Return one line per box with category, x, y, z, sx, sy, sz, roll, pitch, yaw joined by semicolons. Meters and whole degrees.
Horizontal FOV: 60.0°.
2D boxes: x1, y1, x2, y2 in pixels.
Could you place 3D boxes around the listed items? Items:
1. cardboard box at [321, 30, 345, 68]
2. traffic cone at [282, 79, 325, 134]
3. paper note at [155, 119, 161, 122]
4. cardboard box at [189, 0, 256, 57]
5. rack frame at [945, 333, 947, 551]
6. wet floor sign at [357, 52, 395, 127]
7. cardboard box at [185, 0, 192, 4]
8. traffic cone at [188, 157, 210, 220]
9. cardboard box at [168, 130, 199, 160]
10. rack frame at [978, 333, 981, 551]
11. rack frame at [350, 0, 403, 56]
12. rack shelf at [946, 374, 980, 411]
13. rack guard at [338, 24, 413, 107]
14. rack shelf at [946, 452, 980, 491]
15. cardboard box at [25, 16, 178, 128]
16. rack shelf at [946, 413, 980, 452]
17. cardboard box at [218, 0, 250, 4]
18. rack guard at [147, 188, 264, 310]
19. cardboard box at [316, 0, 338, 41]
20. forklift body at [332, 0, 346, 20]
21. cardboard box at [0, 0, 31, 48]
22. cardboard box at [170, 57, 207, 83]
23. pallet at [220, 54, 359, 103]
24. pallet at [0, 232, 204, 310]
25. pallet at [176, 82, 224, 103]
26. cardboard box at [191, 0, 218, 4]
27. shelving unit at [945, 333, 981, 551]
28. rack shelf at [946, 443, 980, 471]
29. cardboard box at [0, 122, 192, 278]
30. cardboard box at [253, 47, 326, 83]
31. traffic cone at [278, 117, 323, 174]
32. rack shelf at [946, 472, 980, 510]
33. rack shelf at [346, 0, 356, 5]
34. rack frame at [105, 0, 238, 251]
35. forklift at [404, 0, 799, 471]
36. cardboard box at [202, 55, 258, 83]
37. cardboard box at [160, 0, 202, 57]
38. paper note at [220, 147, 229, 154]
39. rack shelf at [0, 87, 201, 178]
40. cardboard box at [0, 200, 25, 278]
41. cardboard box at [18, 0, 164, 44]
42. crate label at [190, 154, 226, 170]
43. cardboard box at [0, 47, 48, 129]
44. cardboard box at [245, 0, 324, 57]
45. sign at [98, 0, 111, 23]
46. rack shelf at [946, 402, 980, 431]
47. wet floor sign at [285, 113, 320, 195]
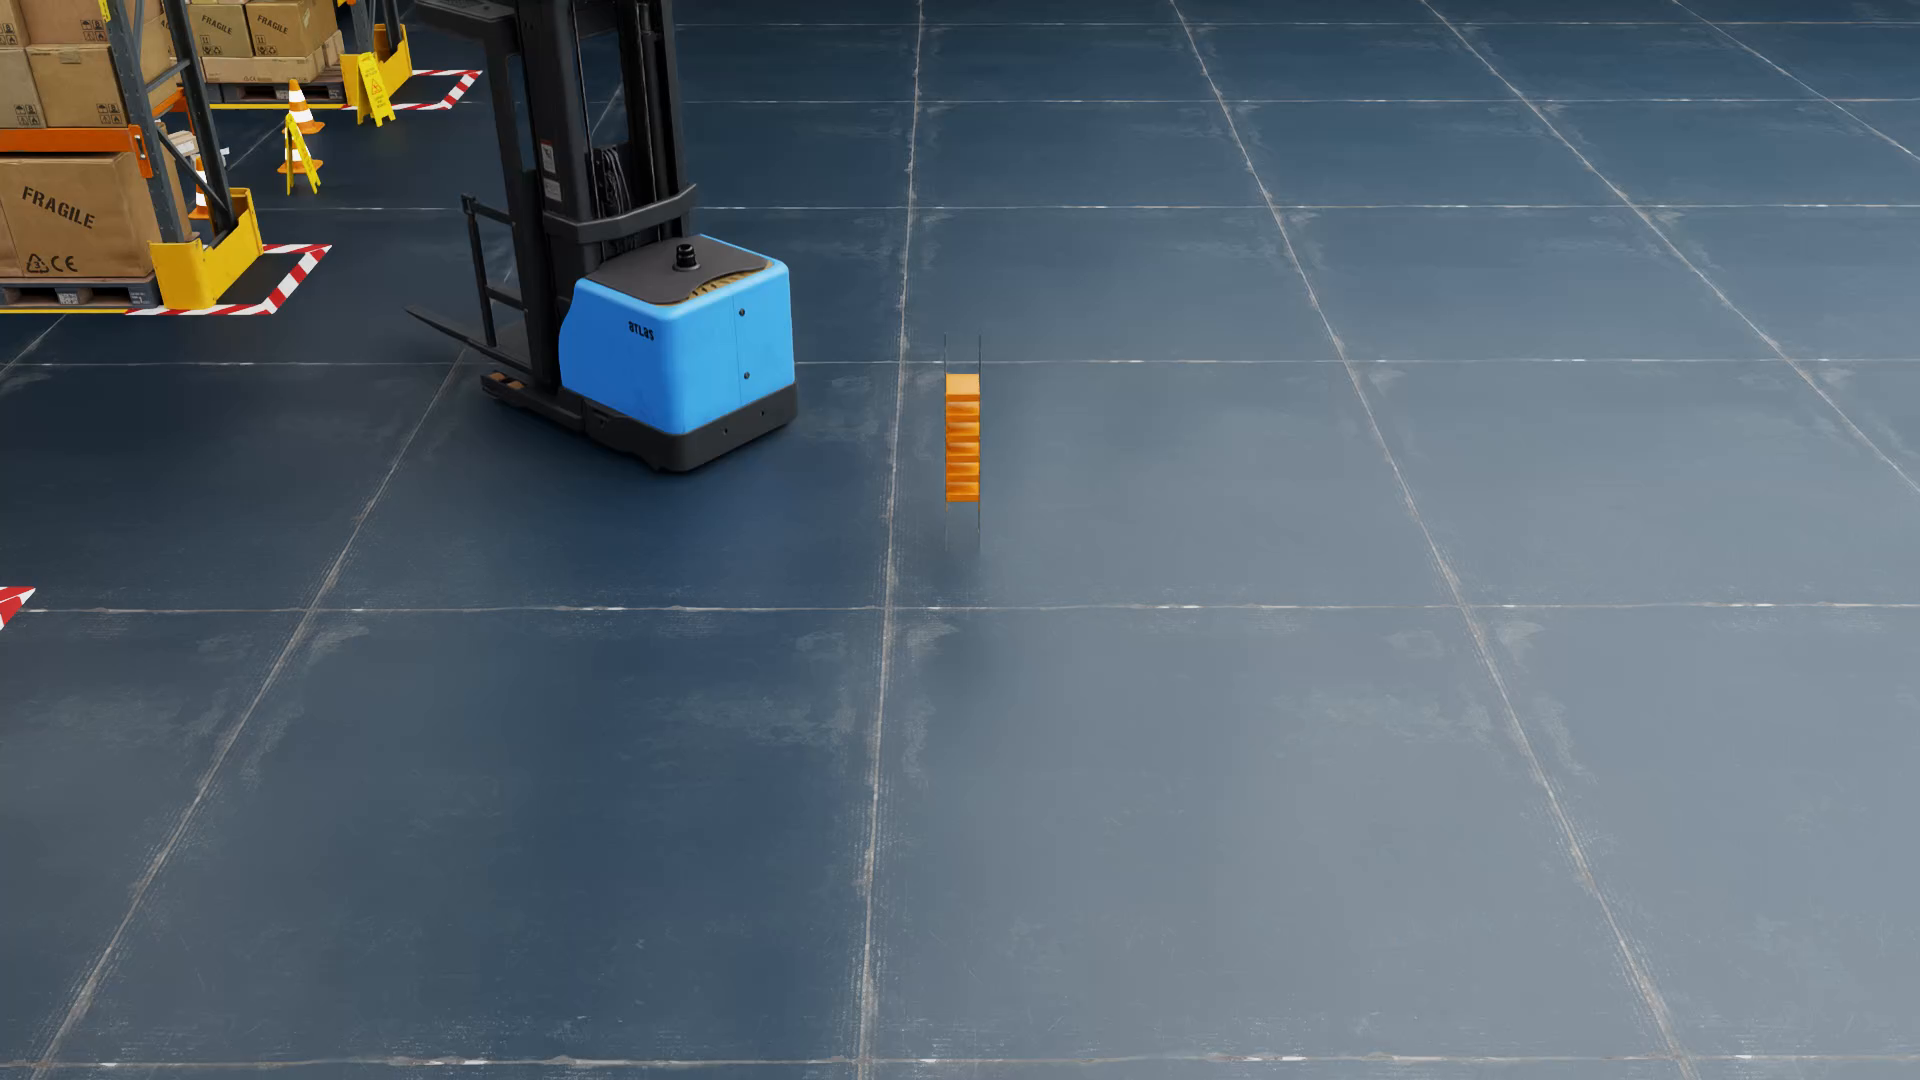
cardboard box;-6.548;-4.958;16.775;0.500;0.250;0.500;0;31;-1
traffic cone;-6.162;-4.058;15.492;0.334;0.463;0.336;0;31;0
paper note;-7.644;-3.949;15.729;0.148;0.019;0.142;-11;33;-17
cardboard box;-7.061;-4.996;16.116;0.500;0.500;0.500;1;31;2
rack frame;-0.077;-0.513;8.938;0.006;1.200;0.240;0;31;0
wet floor sign;-5.544;-4.252;15.635;0.232;0.644;0.267;10;33;17
cardboard box;-7.421;-5.242;15.895;0.250;0.149;0.380;1;31;2
traffic cone;-6.149;-2.896;13.576;0.334;0.463;0.336;0;31;0
cardboard box;-7.038;-3.542;14.944;0.250;0.149;0.380;16;35;25
rack frame;0.106;-0.513;8.939;0.006;1.200;0.240;0;31;0
rack frame;-5.740;-5.813;15.939;0.127;3.000;1.000;0;31;0
rack shelf;0.014;-0.783;8.775;0.180;0.103;0.258;0;31;0
rack guard;-5.816;-4.744;16.587;0.348;0.500;1.175;0;31;0
rack shelf;0.014;-0.372;9.024;0.180;0.103;0.258;0;31;0
cardboard box;-5.980;-3.285;11.628;0.550;0.550;0.875;0;31;0
rack shelf;0.014;-0.578;8.900;0.180;0.103;0.258;0;31;0
cardboard box;-6.906;-5.241;15.894;0.250;0.149;0.380;1;31;1
rack guard;-5.585;-2.177;12.356;0.348;0.500;1.175;0;31;0
cardboard box;-6.572;-5.278;16.580;0.500;0.500;0.500;-1;31;-2
forklift body;-7.659;-7.072;18.833;1.214;2.155;2.313;0;31;0
cardboard box;-6.530;-3.740;11.338;0.550;0.550;0.875;0;31;0
cardboard box;-7.588;-4.673;16.305;0.500;0.250;0.500;-1;31;-2
pallet;-6.629;-4.636;16.688;1.213;0.211;1.003;0;31;0
pallet;-6.408;-2.010;12.360;1.213;0.211;1.003;0;31;0
pallet;-7.846;-4.634;16.684;1.213;0.211;1.003;0;31;0
cardboard box;-7.158;-5.242;15.895;0.250;0.149;0.380;0;31;1
shelving unit;0.014;-0.513;8.939;0.189;1.200;0.258;0;31;0
rack shelf;0.014;-0.475;8.962;0.180;0.103;0.258;0;31;0
cardboard box;-6.287;-2.480;12.089;0.875;0.875;0.875;0;31;0
cardboard box;-6.571;-4.674;16.309;0.500;0.250;0.500;0;31;-1
traffic cone;-5.816;-3.483;14.544;0.334;0.463;0.336;0;31;0
rack shelf;0.014;-0.270;9.086;0.180;0.103;0.258;0;31;0
rack shelf;-7.740;-5.499;16.115;4.000;0.370;1.077;0;31;0
rack frame;-5.609;-3.245;11.707;0.127;3.000;1.000;0;31;0
forklift;-2.458;-2.286;10.193;3.031;2.935;1.130;24;38;33
cardboard box;-7.065;-4.677;16.313;0.500;0.250;0.500;0;31;0
cardboard box;-7.566;-4.998;16.119;0.500;0.500;0.500;-1;31;-1
paper note;-6.673;-3.508;15.002;0.142;0.019;0.148;-11;33;-17
rack shelf;-7.609;-2.932;11.883;4.000;0.370;1.077;0;31;0
cardboard box;-7.167;-2.476;12.083;0.875;0.875;0.875;-1;31;-1
cardboard box;-5.980;-3.790;11.419;0.550;0.550;0.875;0;31;0
crate label;-6.601;-3.309;14.572;0.298;0.136;0.250;-17;35;-26
cardboard box;-6.530;-3.272;11.606;0.550;0.550;0.875;0;31;0
cardboard box;-6.540;-4.999;16.121;0.500;0.500;0.500;0;31;0
sign;-5.620;-3.560;10.881;0.005;0.325;0.100;0;31;0
rack shelf;0.014;-0.680;8.837;0.180;0.103;0.258;0;31;0
wet floor sign;-5.592;-3.266;14.011;0.232;0.644;0.267;-5;32;-9
